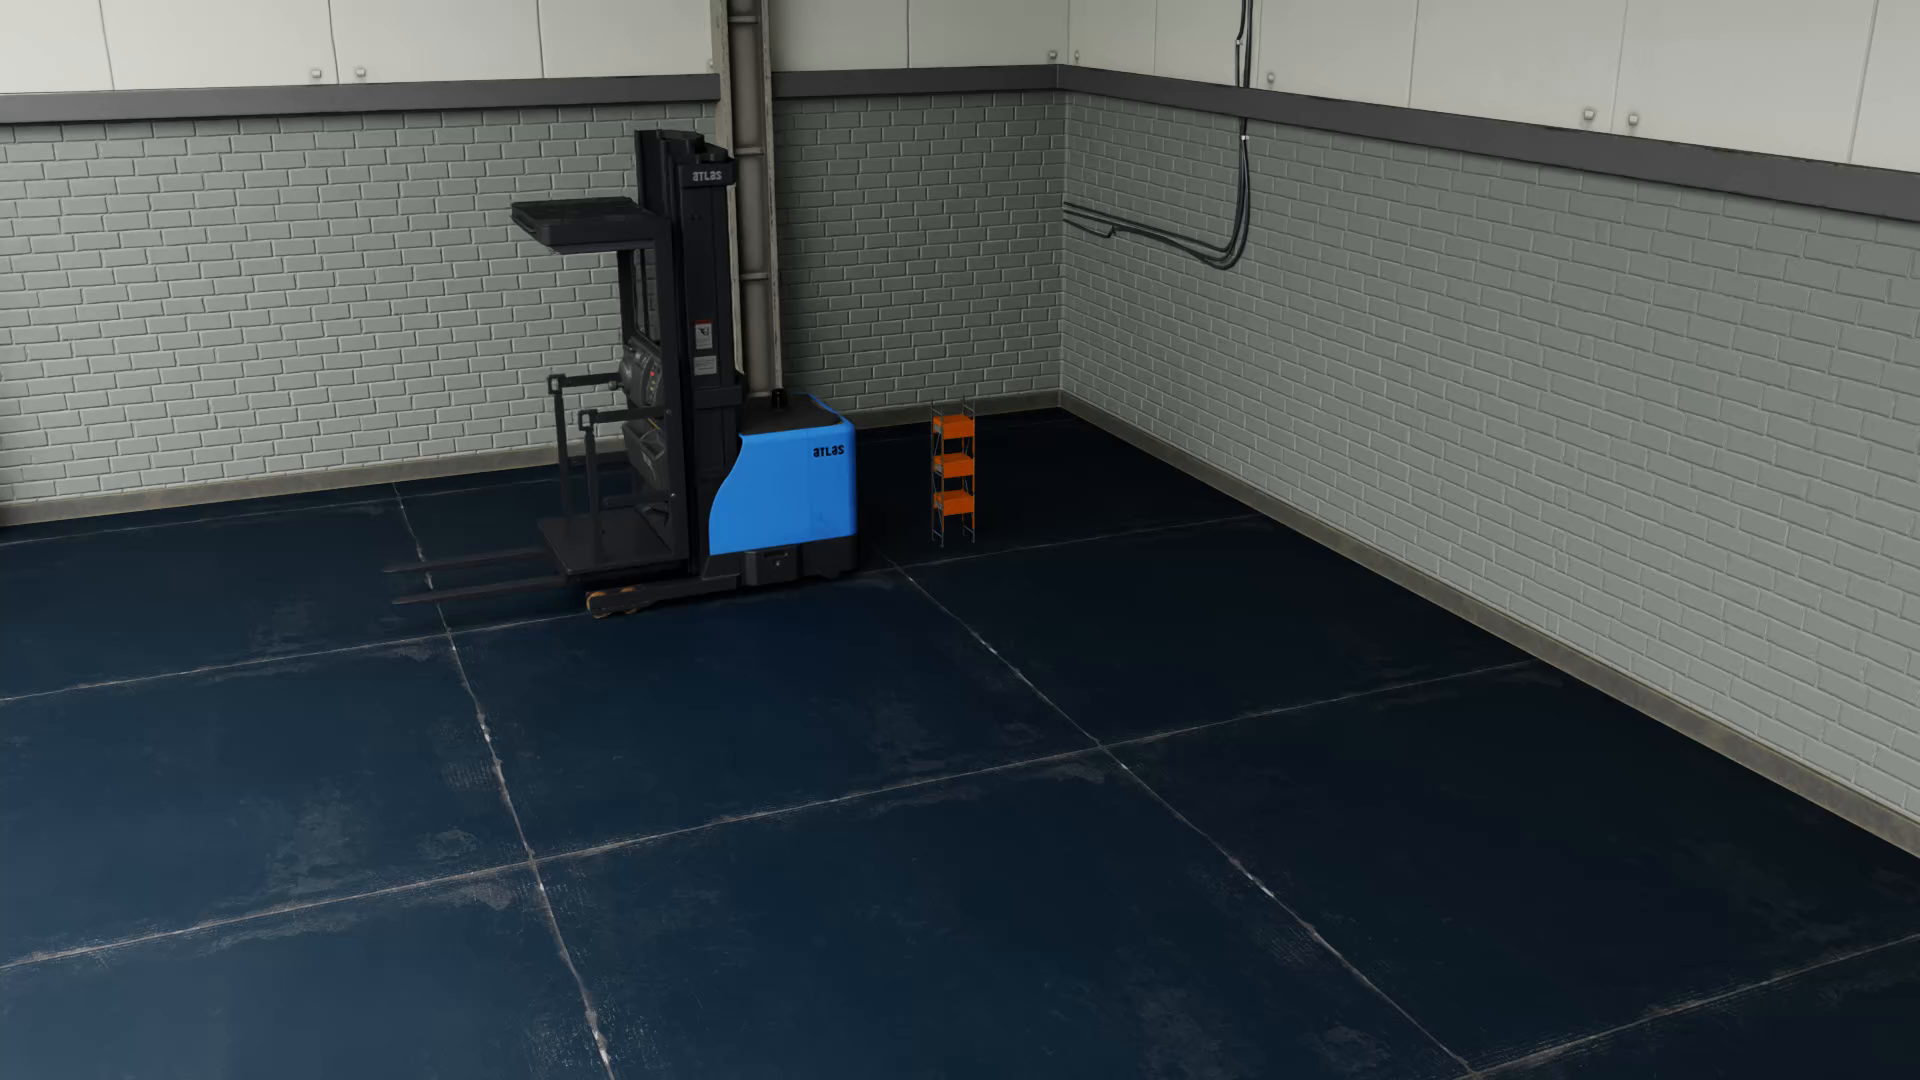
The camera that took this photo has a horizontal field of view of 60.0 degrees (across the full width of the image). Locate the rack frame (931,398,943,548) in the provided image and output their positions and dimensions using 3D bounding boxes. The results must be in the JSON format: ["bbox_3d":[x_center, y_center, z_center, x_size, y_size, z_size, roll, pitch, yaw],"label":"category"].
[{"bbox_3d":[-0.161,-0.472,11.782,0.008,1.050,0.200,-8,21,-22],"label":"rack frame"}]

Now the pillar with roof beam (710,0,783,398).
[{"bbox_3d":[-0.041,-3.753,9.132,0.400,9.000,9.100,-8,21,-22],"label":"pillar with roof beam"}]

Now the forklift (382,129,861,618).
[{"bbox_3d":[-2.241,-1.084,10.687,3.031,2.935,1.130,-8,21,-22],"label":"forklift"}]

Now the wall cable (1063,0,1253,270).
[{"bbox_3d":[1.483,-3.586,13.331,0.112,2.526,3.097,-8,21,-22],"label":"wall cable"}]

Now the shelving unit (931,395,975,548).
[{"bbox_3d":[-0.049,-0.488,11.828,0.252,1.050,0.215,-8,21,-22],"label":"shelving unit"}]

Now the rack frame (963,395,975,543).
[{"bbox_3d":[0.063,-0.504,11.873,0.008,1.050,0.200,-8,21,-22],"label":"rack frame"}]

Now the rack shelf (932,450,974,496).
[{"bbox_3d":[-0.049,-0.478,11.831,0.240,0.259,0.215,-8,21,-22],"label":"rack shelf"}]

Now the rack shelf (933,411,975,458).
[{"bbox_3d":[-0.049,-0.746,11.737,0.240,0.259,0.215,-8,21,-22],"label":"rack shelf"}]

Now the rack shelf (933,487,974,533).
[{"bbox_3d":[-0.049,-0.216,11.923,0.240,0.259,0.215,-8,21,-22],"label":"rack shelf"}]
